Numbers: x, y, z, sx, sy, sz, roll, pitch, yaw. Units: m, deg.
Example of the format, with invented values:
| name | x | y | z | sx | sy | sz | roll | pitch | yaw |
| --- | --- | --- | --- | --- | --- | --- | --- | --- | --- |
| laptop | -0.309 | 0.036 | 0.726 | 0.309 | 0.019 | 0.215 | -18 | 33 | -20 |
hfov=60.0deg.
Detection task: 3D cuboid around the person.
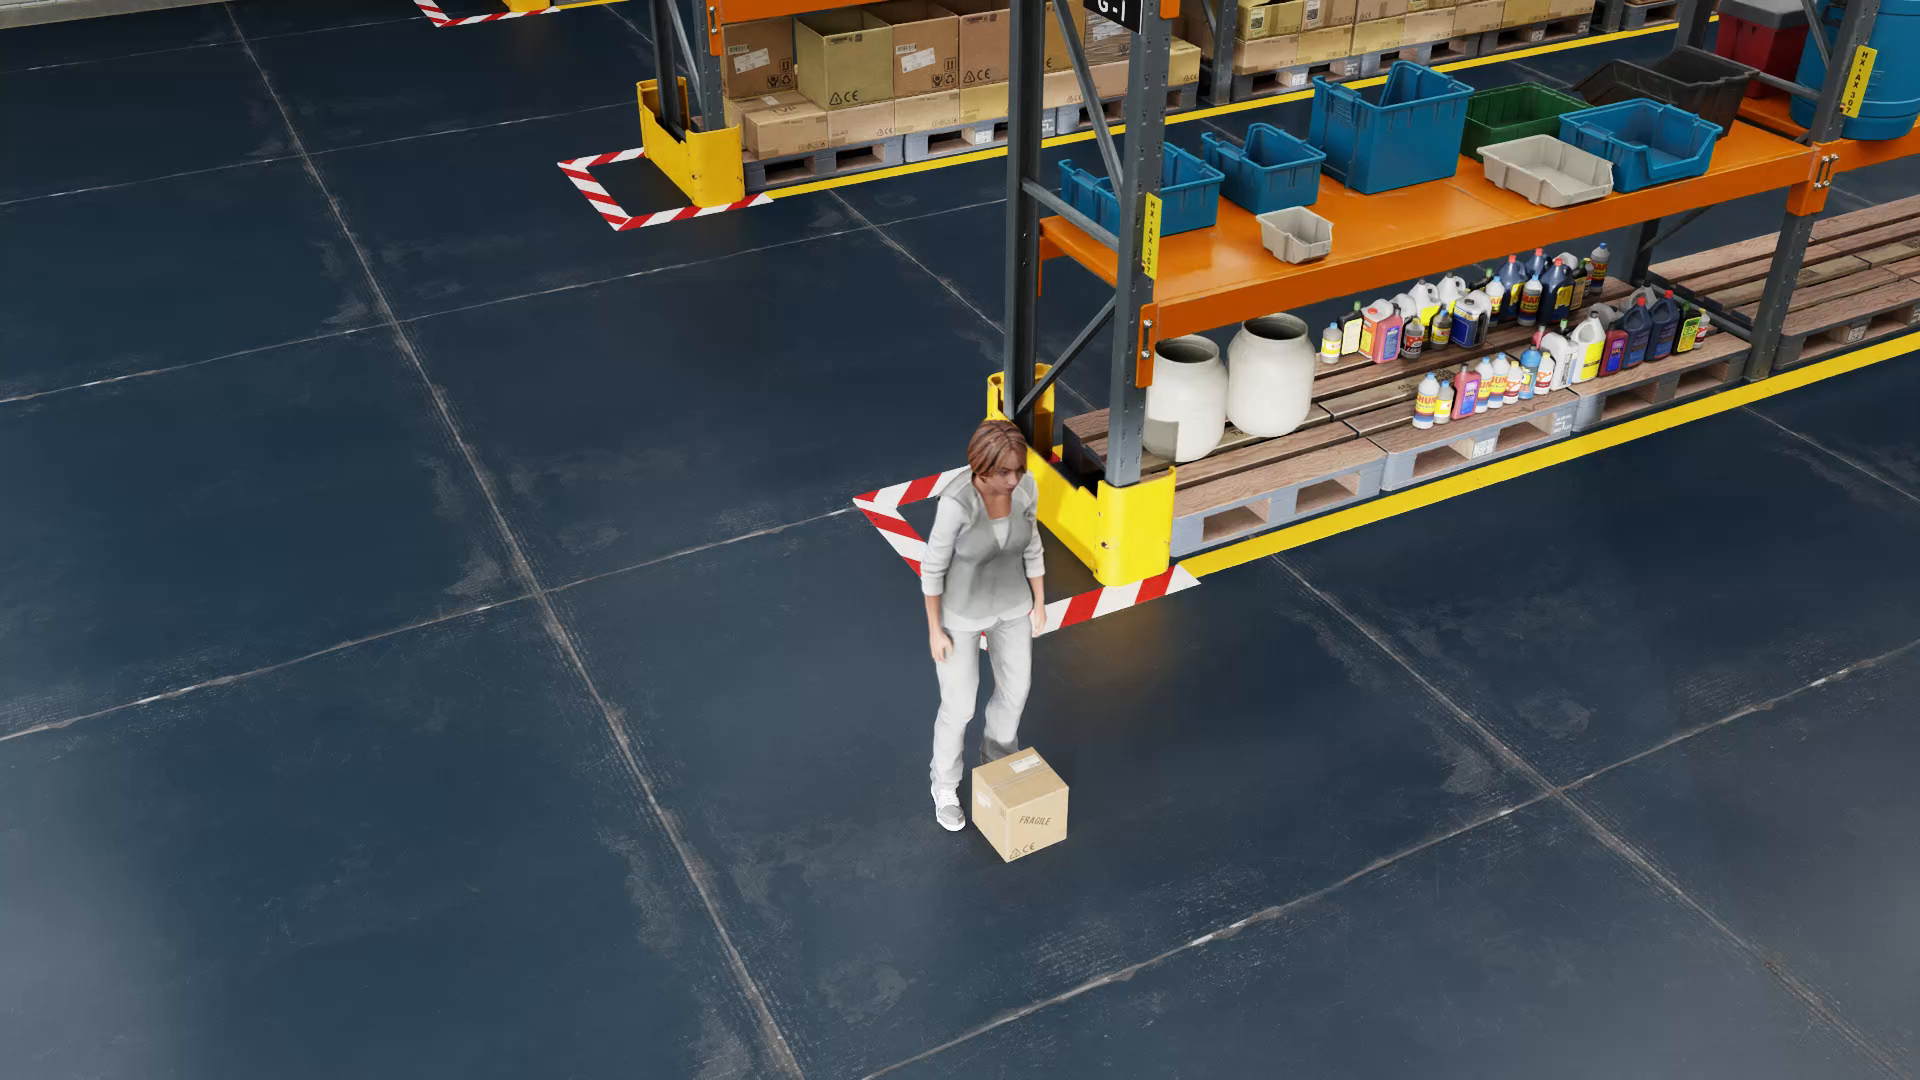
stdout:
| name | x | y | z | sx | sy | sz | roll | pitch | yaw |
| --- | --- | --- | --- | --- | --- | --- | --- | --- | --- |
| person | 0.093 | 0.273 | 5.738 | 0.460 | 1.593 | 0.366 | -16 | 37 | -23 |
